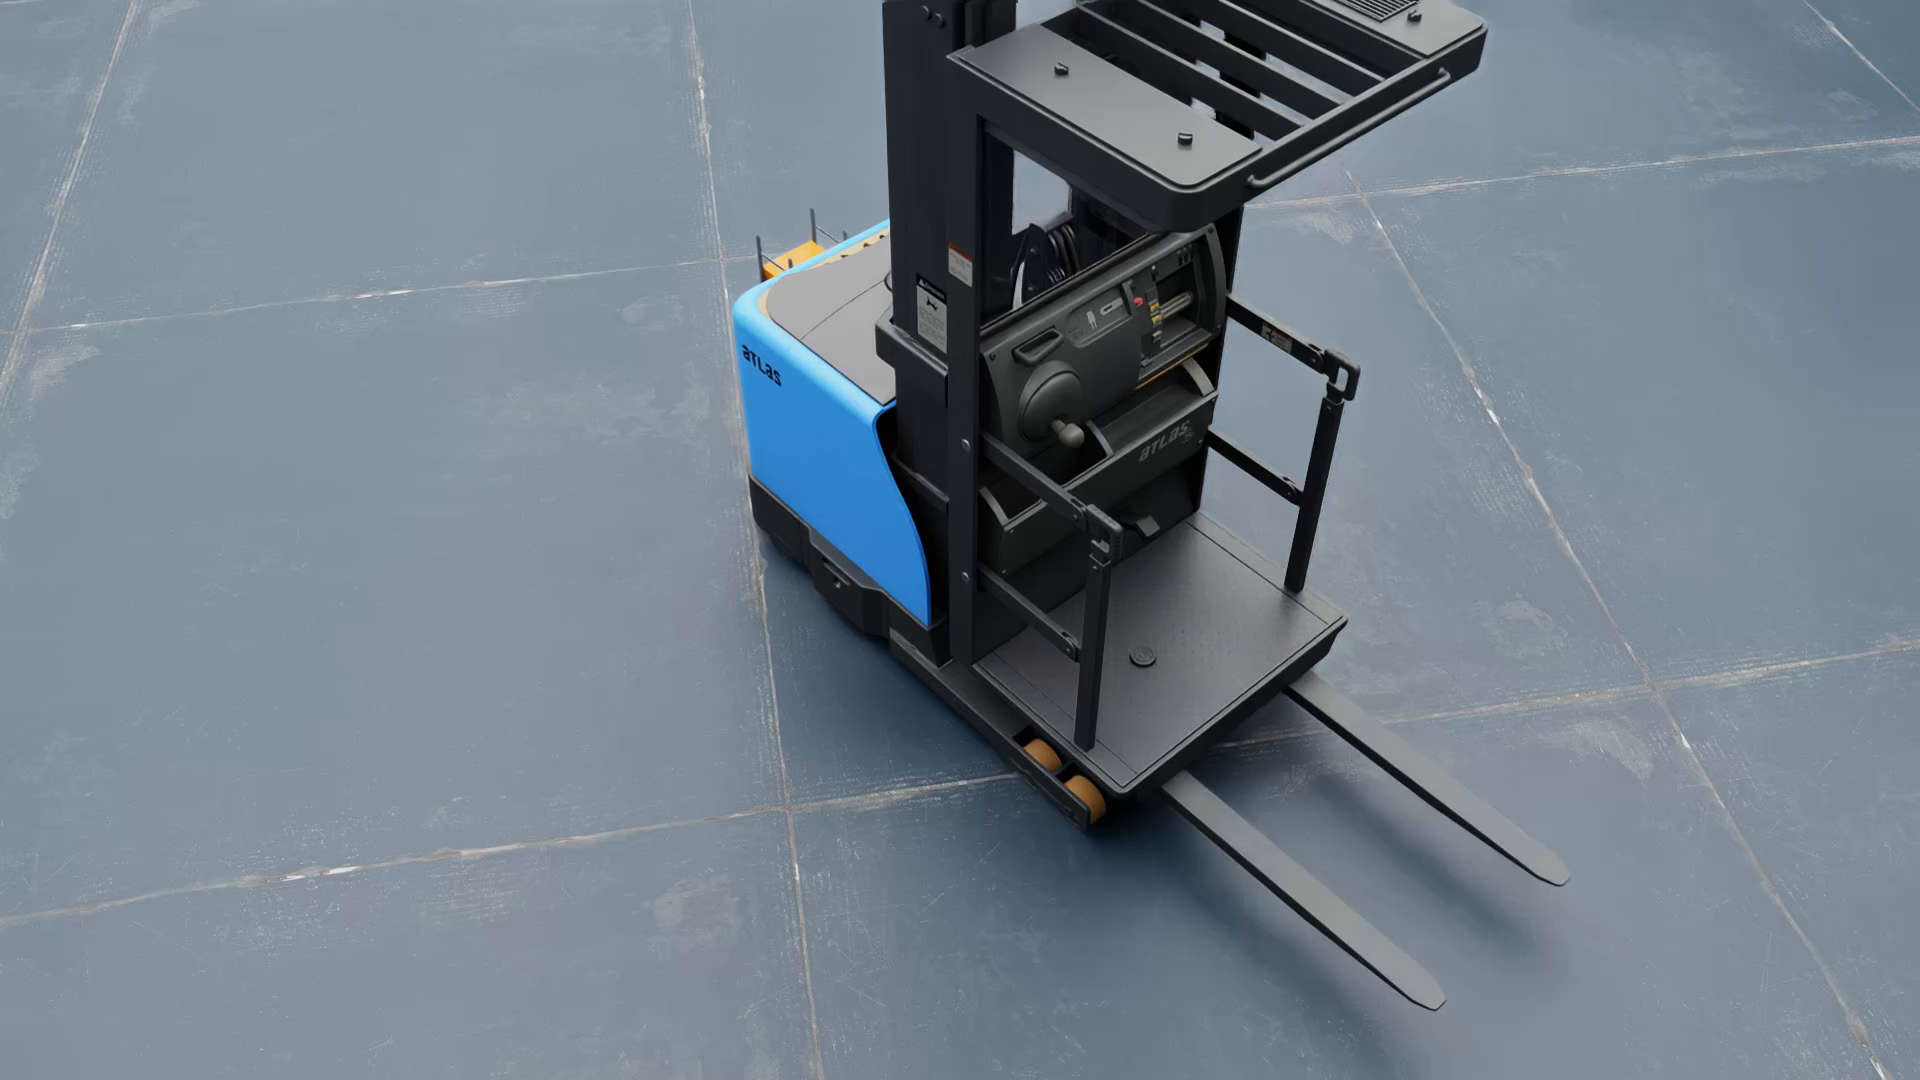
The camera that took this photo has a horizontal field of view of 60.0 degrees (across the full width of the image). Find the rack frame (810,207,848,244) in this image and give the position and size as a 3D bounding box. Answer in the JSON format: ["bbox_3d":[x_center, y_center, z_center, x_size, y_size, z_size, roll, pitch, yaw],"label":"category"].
[{"bbox_3d":[-0.466,-0.771,6.264,0.008,1.050,0.200,-33,55,-28],"label":"rack frame"}]

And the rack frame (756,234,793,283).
[{"bbox_3d":[-0.646,-0.652,6.149,0.008,1.050,0.200,-33,55,-28],"label":"rack frame"}]

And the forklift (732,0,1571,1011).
[{"bbox_3d":[0.576,-0.513,4.709,1.130,2.935,3.031,-33,54,-27],"label":"forklift"}]

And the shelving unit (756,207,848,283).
[{"bbox_3d":[-0.556,-0.711,6.206,0.252,1.050,0.215,-33,55,-28],"label":"shelving unit"}]

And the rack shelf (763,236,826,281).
[{"bbox_3d":[-0.556,-0.901,6.010,0.240,0.259,0.215,-33,55,-28],"label":"rack shelf"}]
